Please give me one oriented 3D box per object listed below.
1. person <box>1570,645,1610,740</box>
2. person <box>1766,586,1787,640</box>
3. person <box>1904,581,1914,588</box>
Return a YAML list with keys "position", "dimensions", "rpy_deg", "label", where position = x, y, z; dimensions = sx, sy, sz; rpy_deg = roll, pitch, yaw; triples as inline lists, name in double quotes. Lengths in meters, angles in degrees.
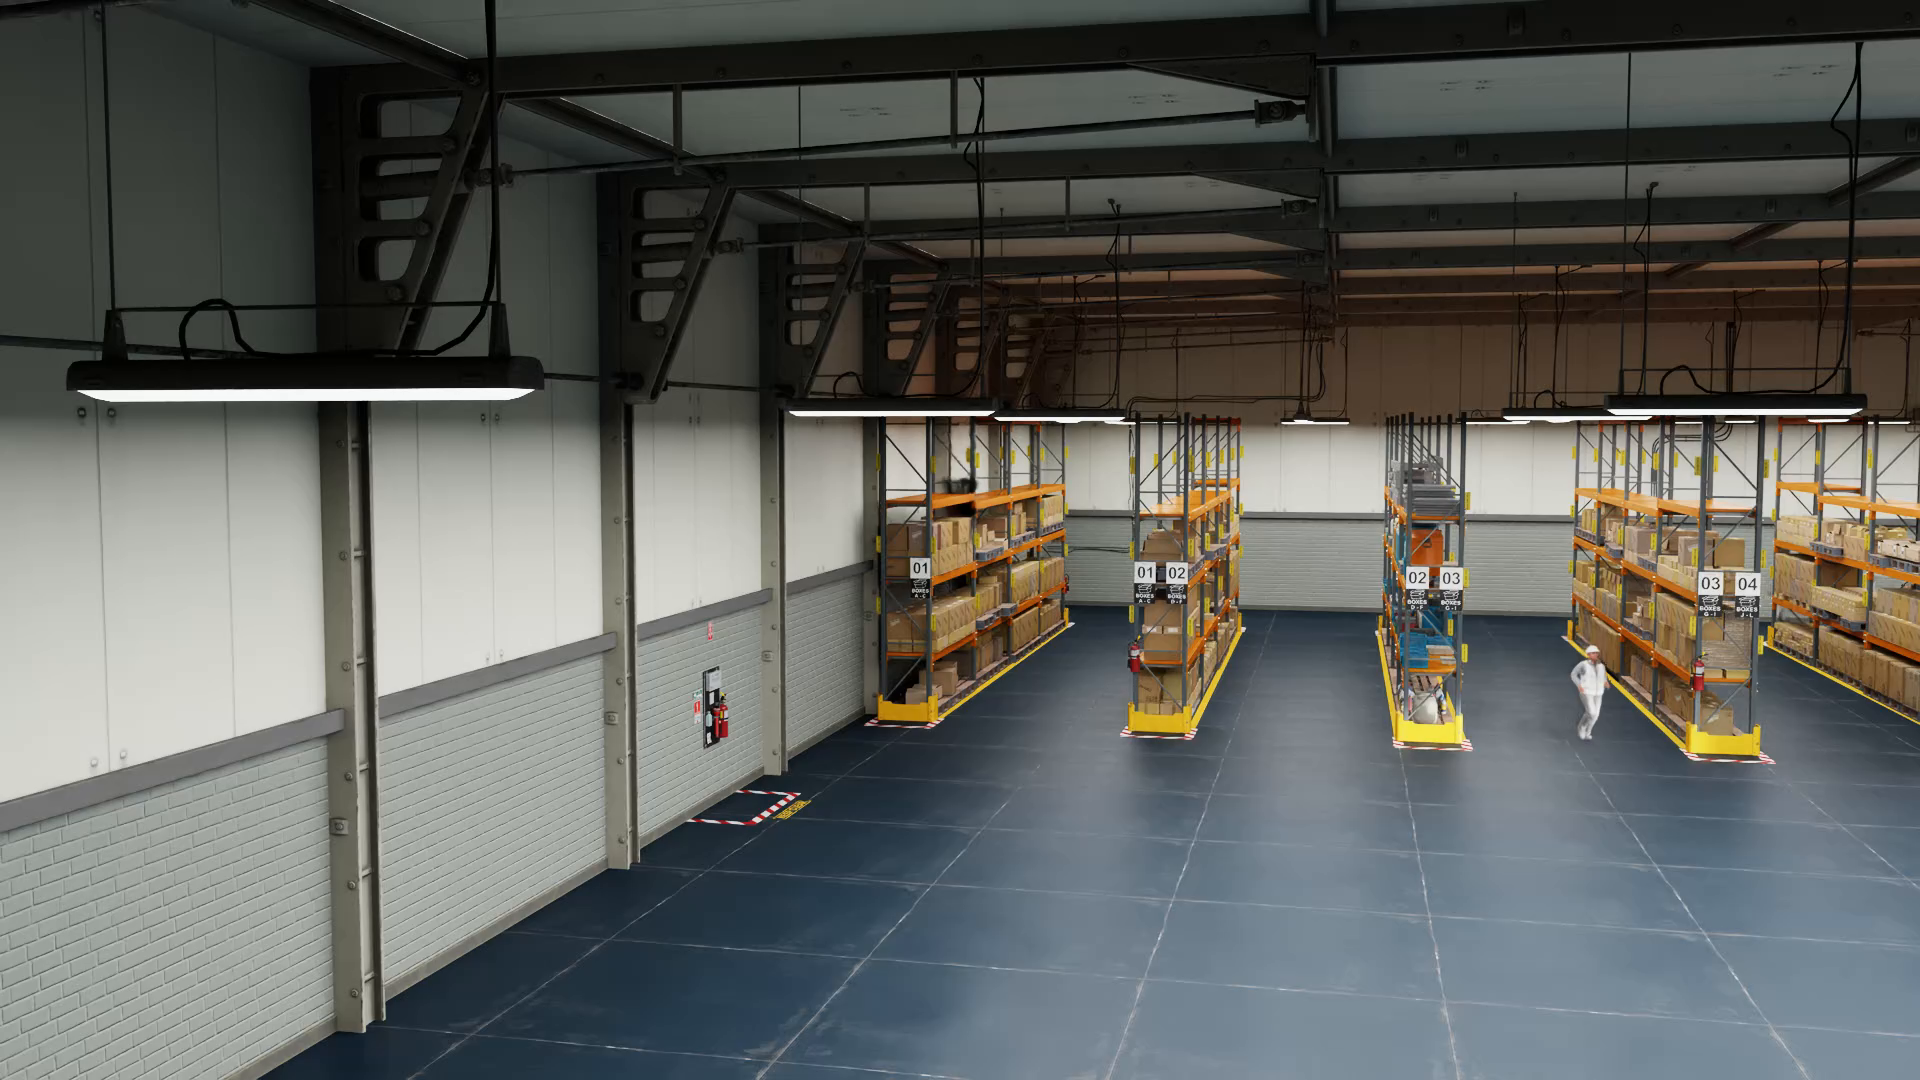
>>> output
- position: [11.530, 2.791, 30.312]
  dimensions: [0.637, 1.732, 0.634]
  rpy_deg: [-1, 4, -12]
  label: "person"
- position: [22.153, 1.777, 44.940]
  dimensions: [0.864, 1.827, 0.669]
  rpy_deg: [-1, 4, -11]
  label: "person"
- position: [25.368, 1.899, 44.478]
  dimensions: [0.586, 1.654, 0.617]
  rpy_deg: [0, 4, -5]
  label: "person"
